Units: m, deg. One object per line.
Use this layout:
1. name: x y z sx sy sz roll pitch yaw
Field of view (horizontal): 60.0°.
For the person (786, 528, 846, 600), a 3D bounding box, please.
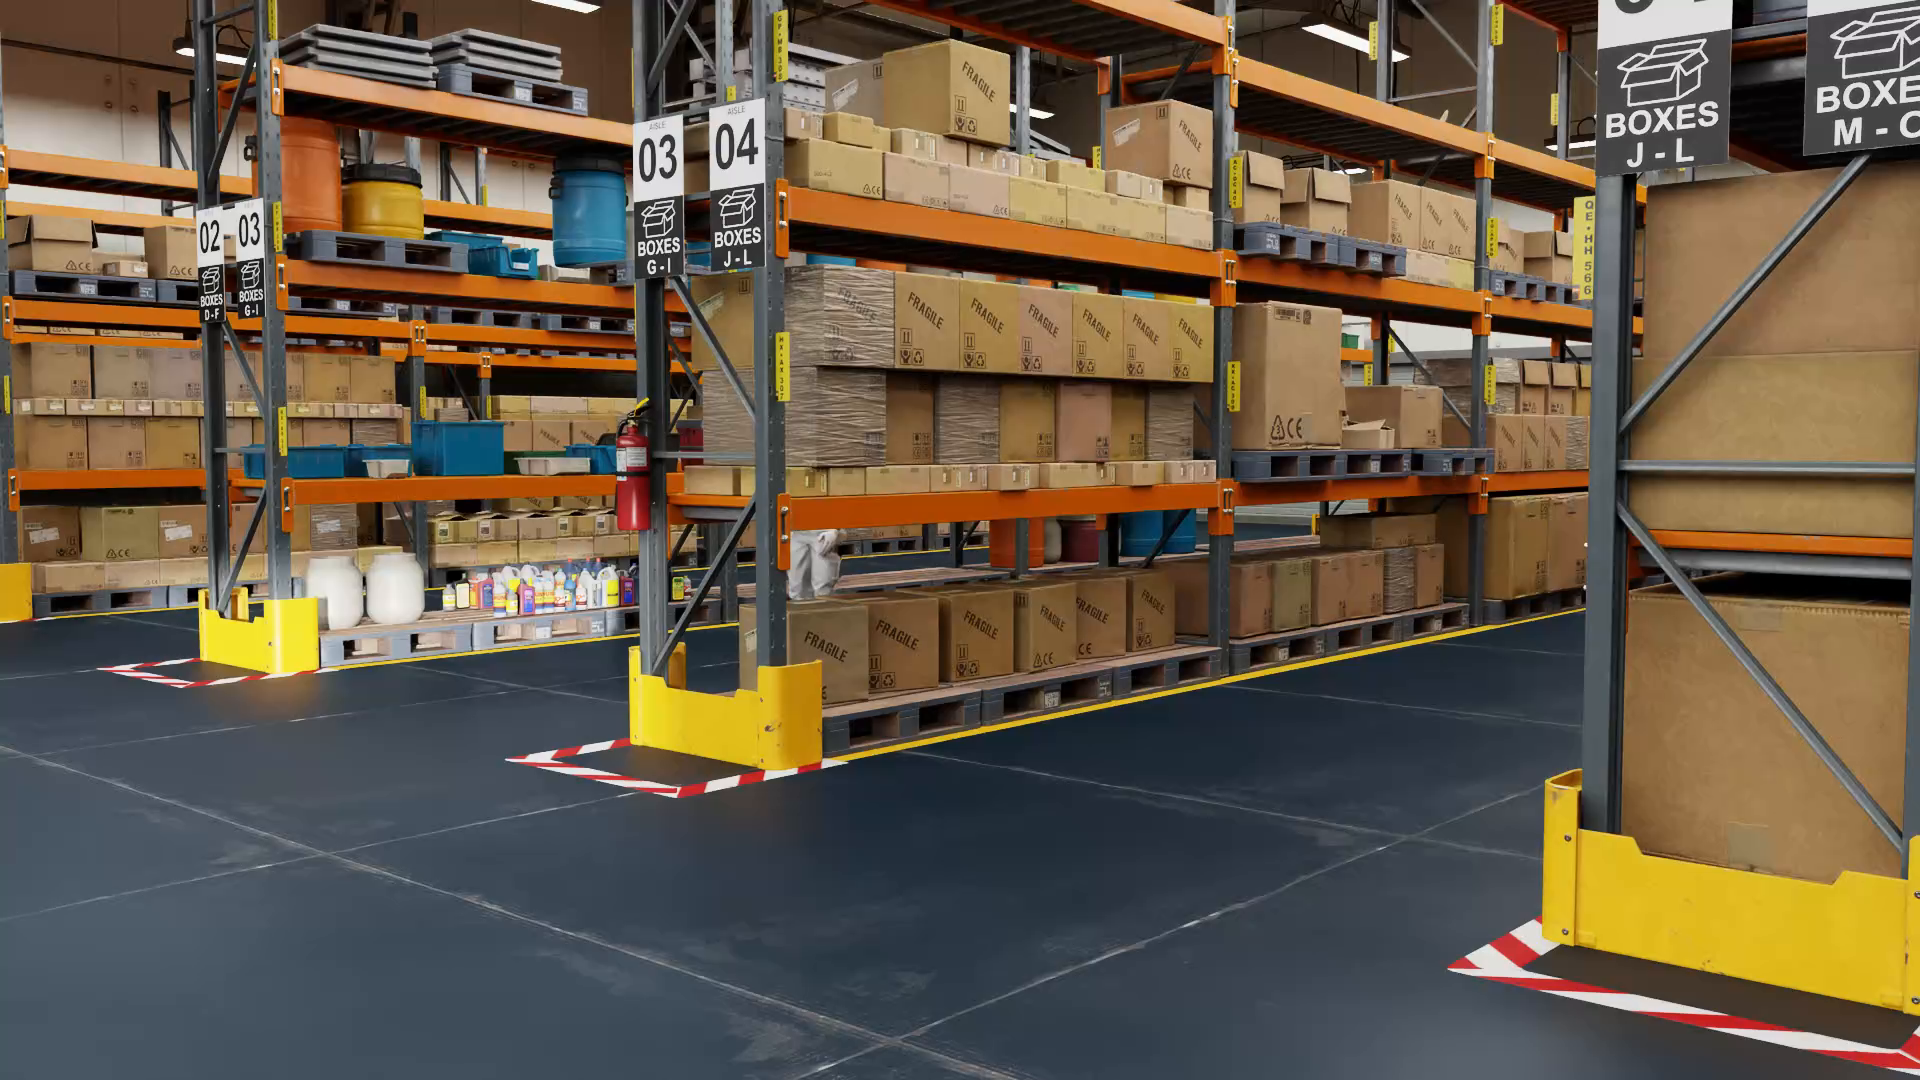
1. person: -1.033 -0.012 11.940 0.536 1.758 0.413 3 5 42
